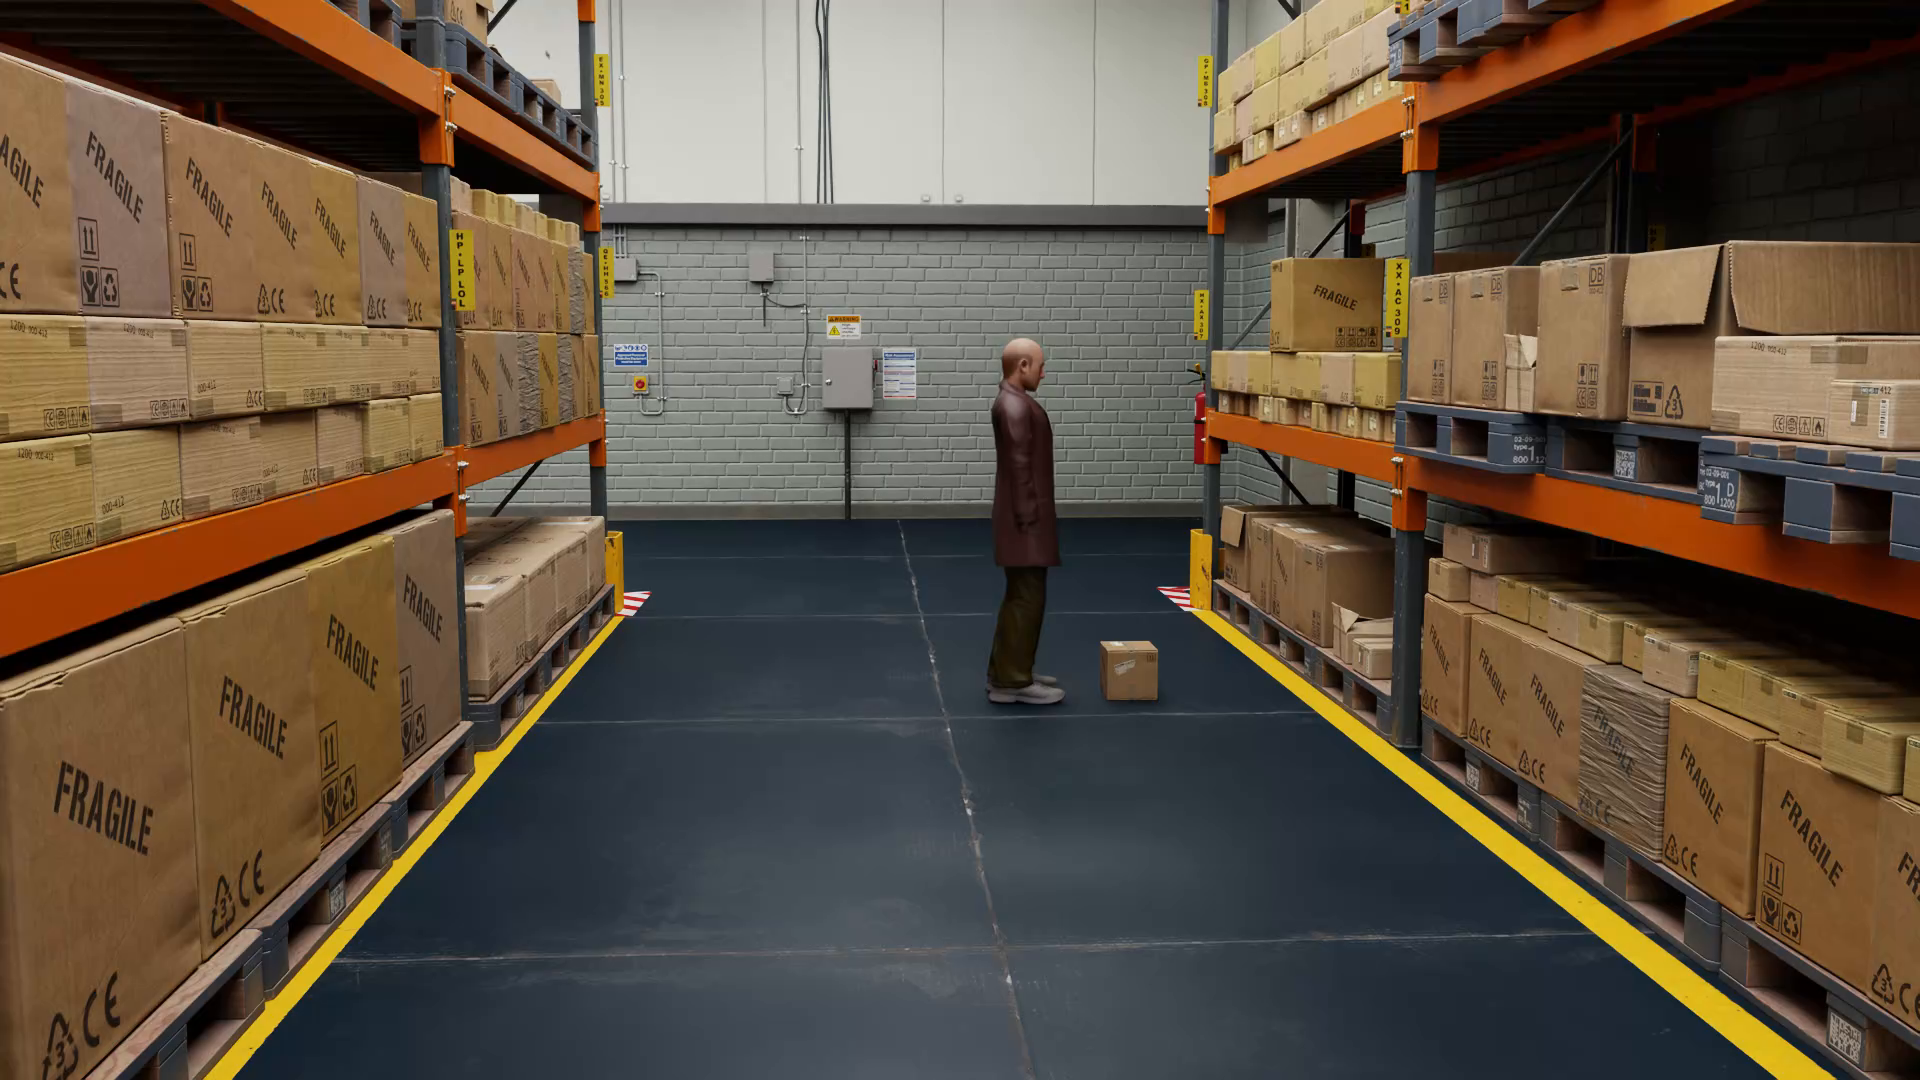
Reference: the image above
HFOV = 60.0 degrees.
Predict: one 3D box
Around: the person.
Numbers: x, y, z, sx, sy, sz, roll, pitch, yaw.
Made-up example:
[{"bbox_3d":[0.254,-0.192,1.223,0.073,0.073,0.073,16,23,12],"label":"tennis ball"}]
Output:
[{"bbox_3d":[0.320,-0.102,8.198,0.378,1.774,0.562,0,7,-3],"label":"person"}]
